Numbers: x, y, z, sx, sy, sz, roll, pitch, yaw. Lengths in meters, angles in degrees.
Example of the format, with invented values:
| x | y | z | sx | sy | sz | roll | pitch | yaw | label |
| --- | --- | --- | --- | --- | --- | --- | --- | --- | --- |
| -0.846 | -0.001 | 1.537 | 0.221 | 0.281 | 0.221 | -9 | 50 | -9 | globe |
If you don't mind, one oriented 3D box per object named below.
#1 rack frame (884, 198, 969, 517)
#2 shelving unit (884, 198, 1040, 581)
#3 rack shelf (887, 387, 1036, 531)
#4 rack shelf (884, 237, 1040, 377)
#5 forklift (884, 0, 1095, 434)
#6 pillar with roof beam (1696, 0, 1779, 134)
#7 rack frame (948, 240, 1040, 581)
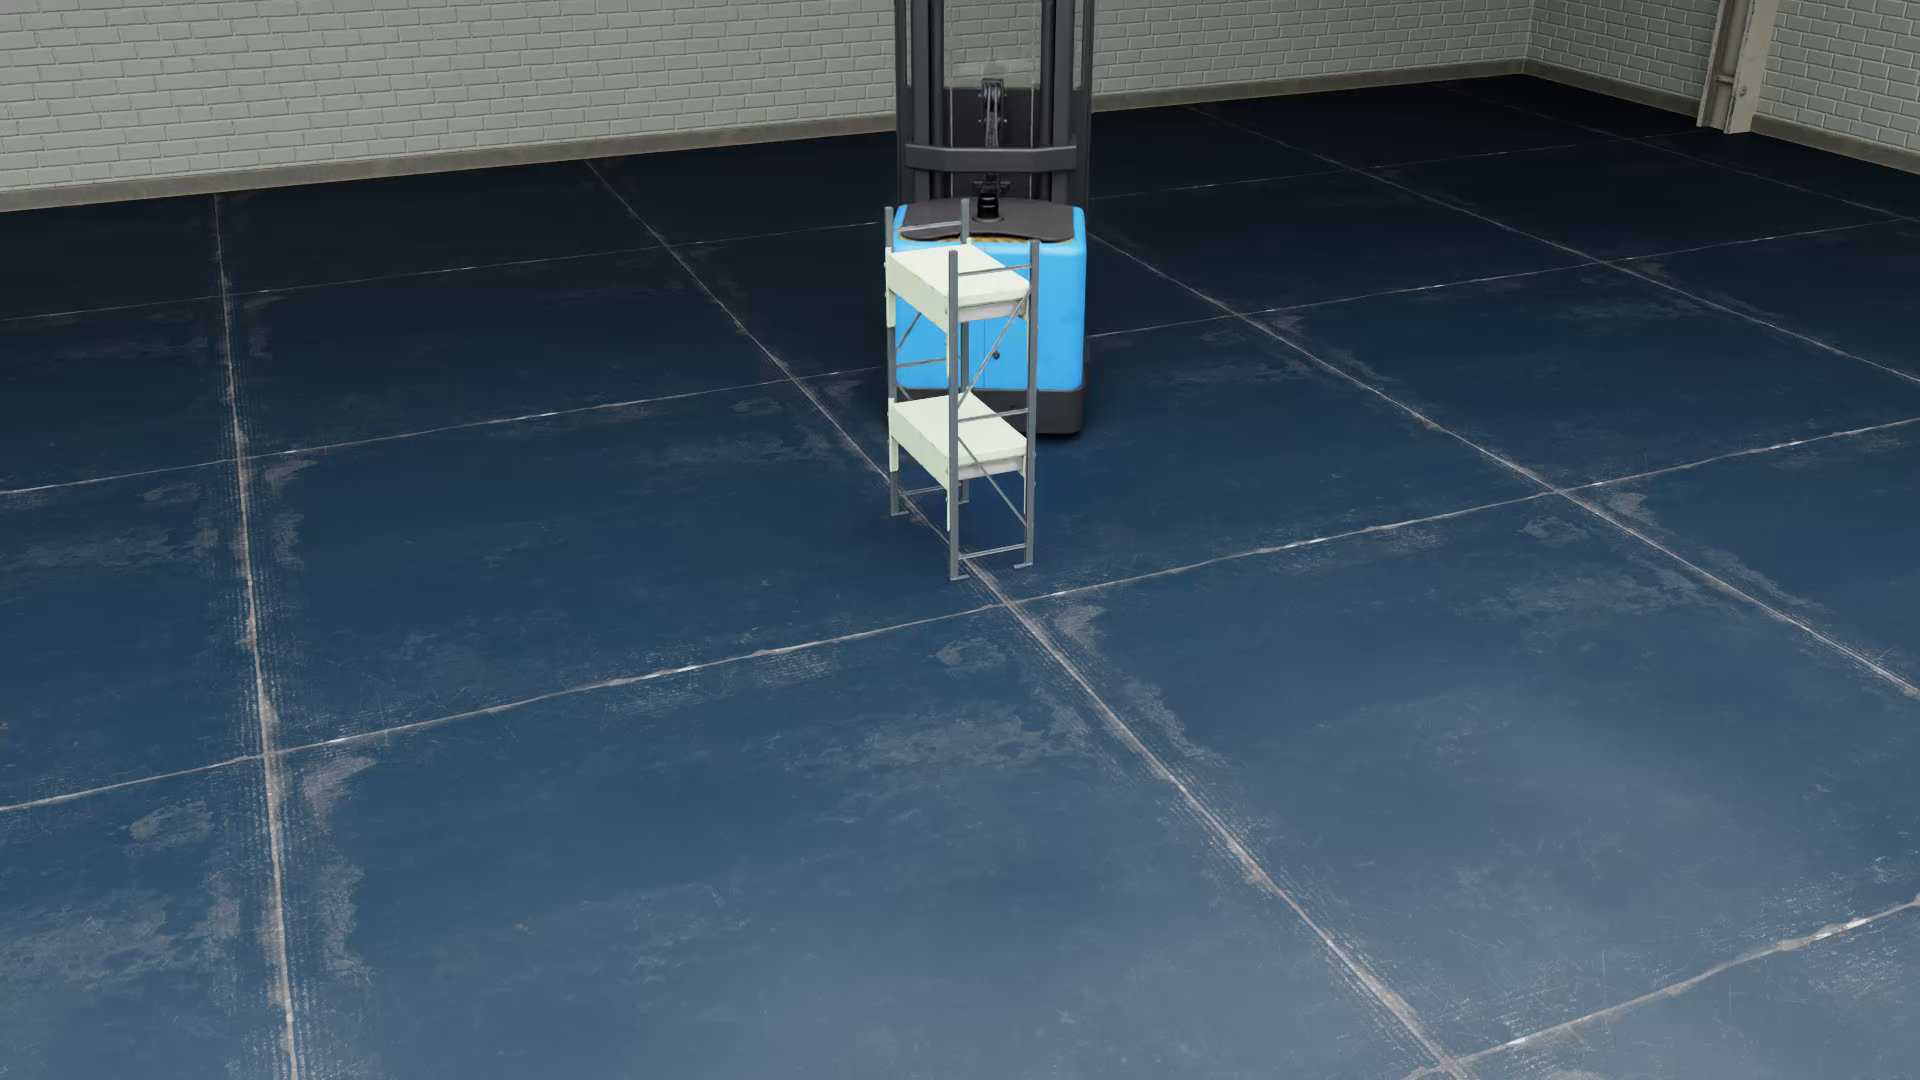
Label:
| x | y | z | sx | sy | sz | roll | pitch | yaw | label |
| --- | --- | --- | --- | --- | --- | --- | --- | --- | --- |
| -0.146 | -0.824 | 7.729 | 0.400 | 1.500 | 0.023 | -11 | 28 | -21 | rack frame |
| -0.003 | -0.677 | 7.426 | 0.431 | 1.500 | 0.755 | -11 | 28 | -21 | shelving unit |
| -0.003 | -0.384 | 7.569 | 0.431 | 0.370 | 0.720 | -11 | 28 | -21 | rack shelf |
| -0.003 | -1.027 | 7.255 | 0.431 | 0.370 | 0.720 | -11 | 28 | -21 | rack shelf |
| 0.199 | -2.483 | 9.494 | 1.130 | 2.935 | 3.031 | 1 | 26 | 3 | forklift |
| 3.262 | -7.199 | 12.239 | 9.100 | 9.000 | 0.400 | -11 | 28 | -21 | pillar with roof beam |
| 0.141 | -0.529 | 7.124 | 0.400 | 1.500 | 0.023 | -11 | 28 | -21 | rack frame |
